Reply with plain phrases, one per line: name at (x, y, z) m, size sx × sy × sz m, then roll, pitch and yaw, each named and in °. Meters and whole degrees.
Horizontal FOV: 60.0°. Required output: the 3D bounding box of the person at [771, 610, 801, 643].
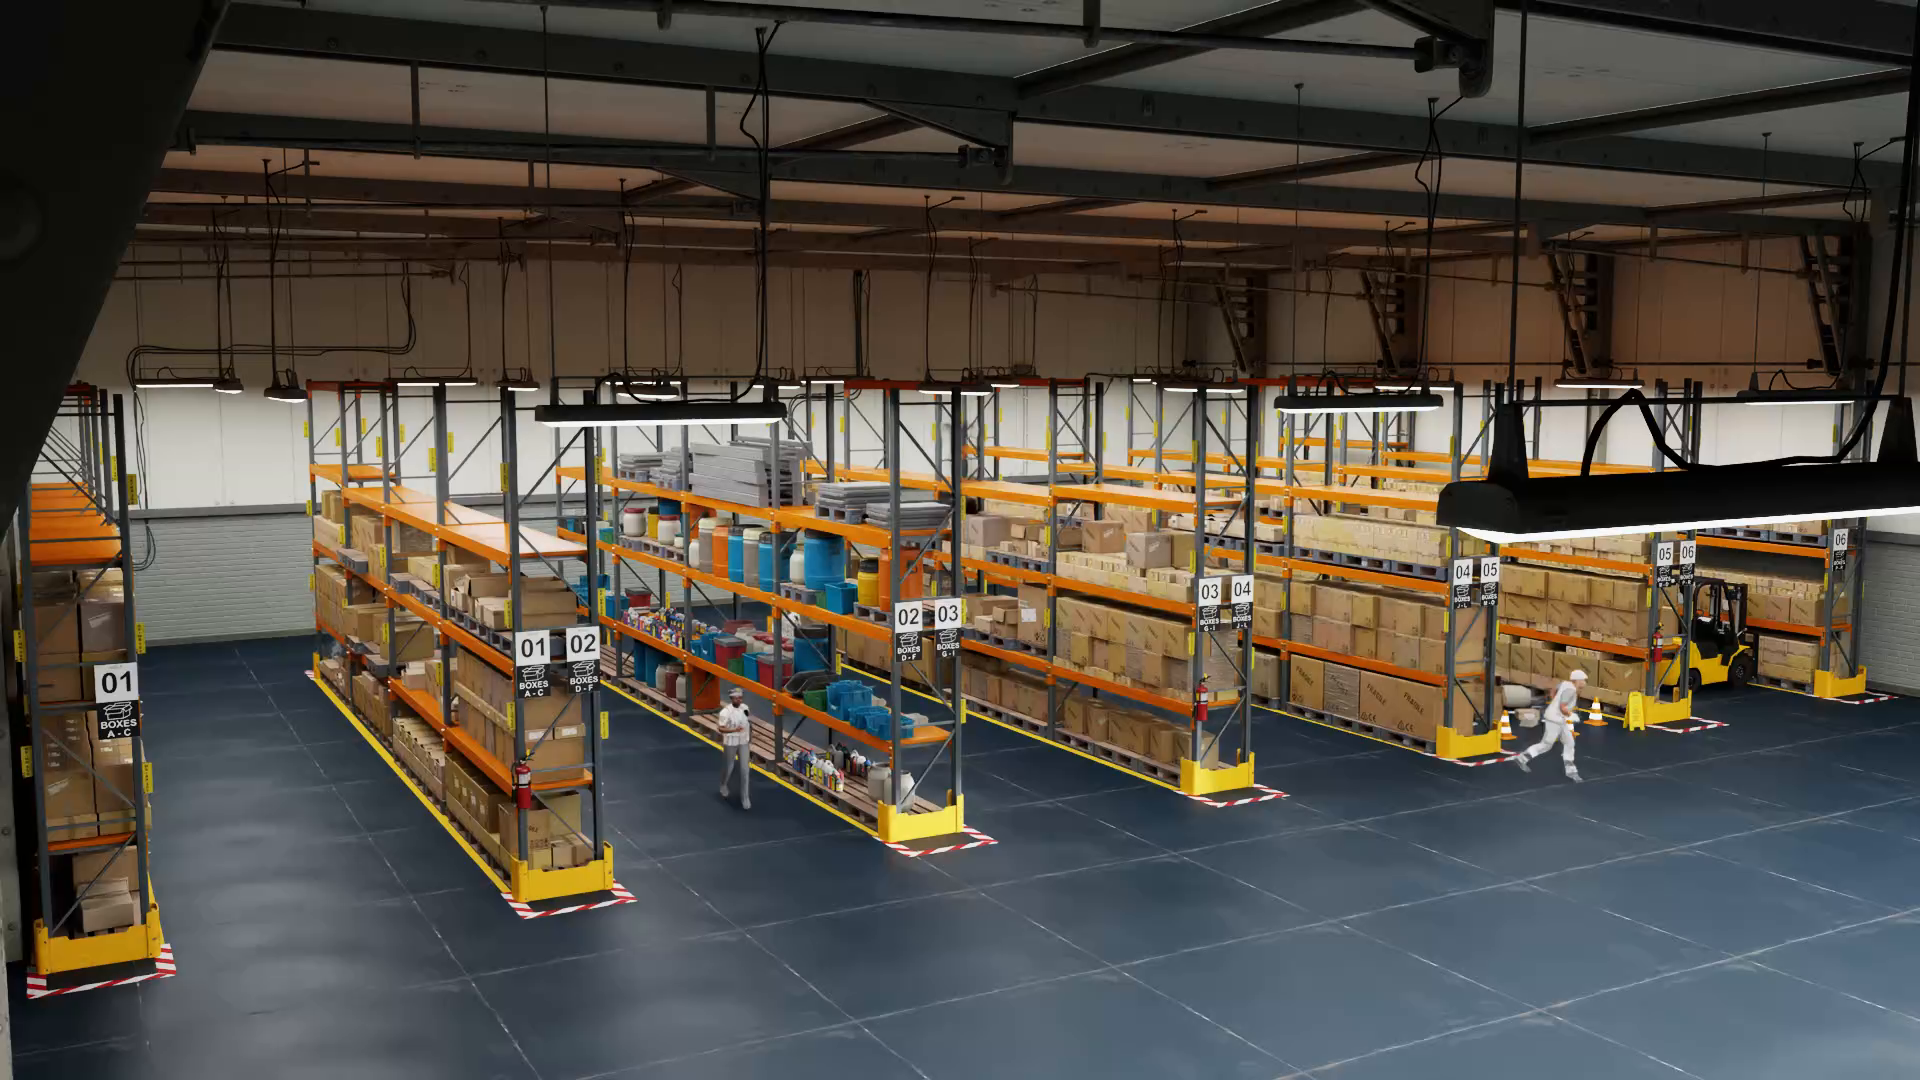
person at (-3.188, 1.896, 31.282) m, size 0.604 × 1.667 × 0.529 m, roll -5°, pitch 8°, yaw -38°

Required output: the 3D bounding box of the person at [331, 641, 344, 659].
person at (-13.061, 1.731, 35.155) m, size 0.521 × 1.744 × 0.708 m, roll -2°, pitch 6°, yaw -19°

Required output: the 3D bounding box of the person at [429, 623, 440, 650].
person at (-10.669, 1.926, 33.861) m, size 0.563 × 1.710 × 0.740 m, roll -5°, pitch 8°, yaw -41°

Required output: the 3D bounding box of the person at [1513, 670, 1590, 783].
person at (8.994, 2.814, 25.304) m, size 1.055 × 1.733 × 0.694 m, roll 1°, pitch 6°, yaw 12°

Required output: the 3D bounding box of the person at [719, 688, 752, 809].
person at (-3.227, 2.931, 23.857) m, size 0.566 × 1.699 × 0.929 m, roll -3°, pitch 7°, yaw -28°
